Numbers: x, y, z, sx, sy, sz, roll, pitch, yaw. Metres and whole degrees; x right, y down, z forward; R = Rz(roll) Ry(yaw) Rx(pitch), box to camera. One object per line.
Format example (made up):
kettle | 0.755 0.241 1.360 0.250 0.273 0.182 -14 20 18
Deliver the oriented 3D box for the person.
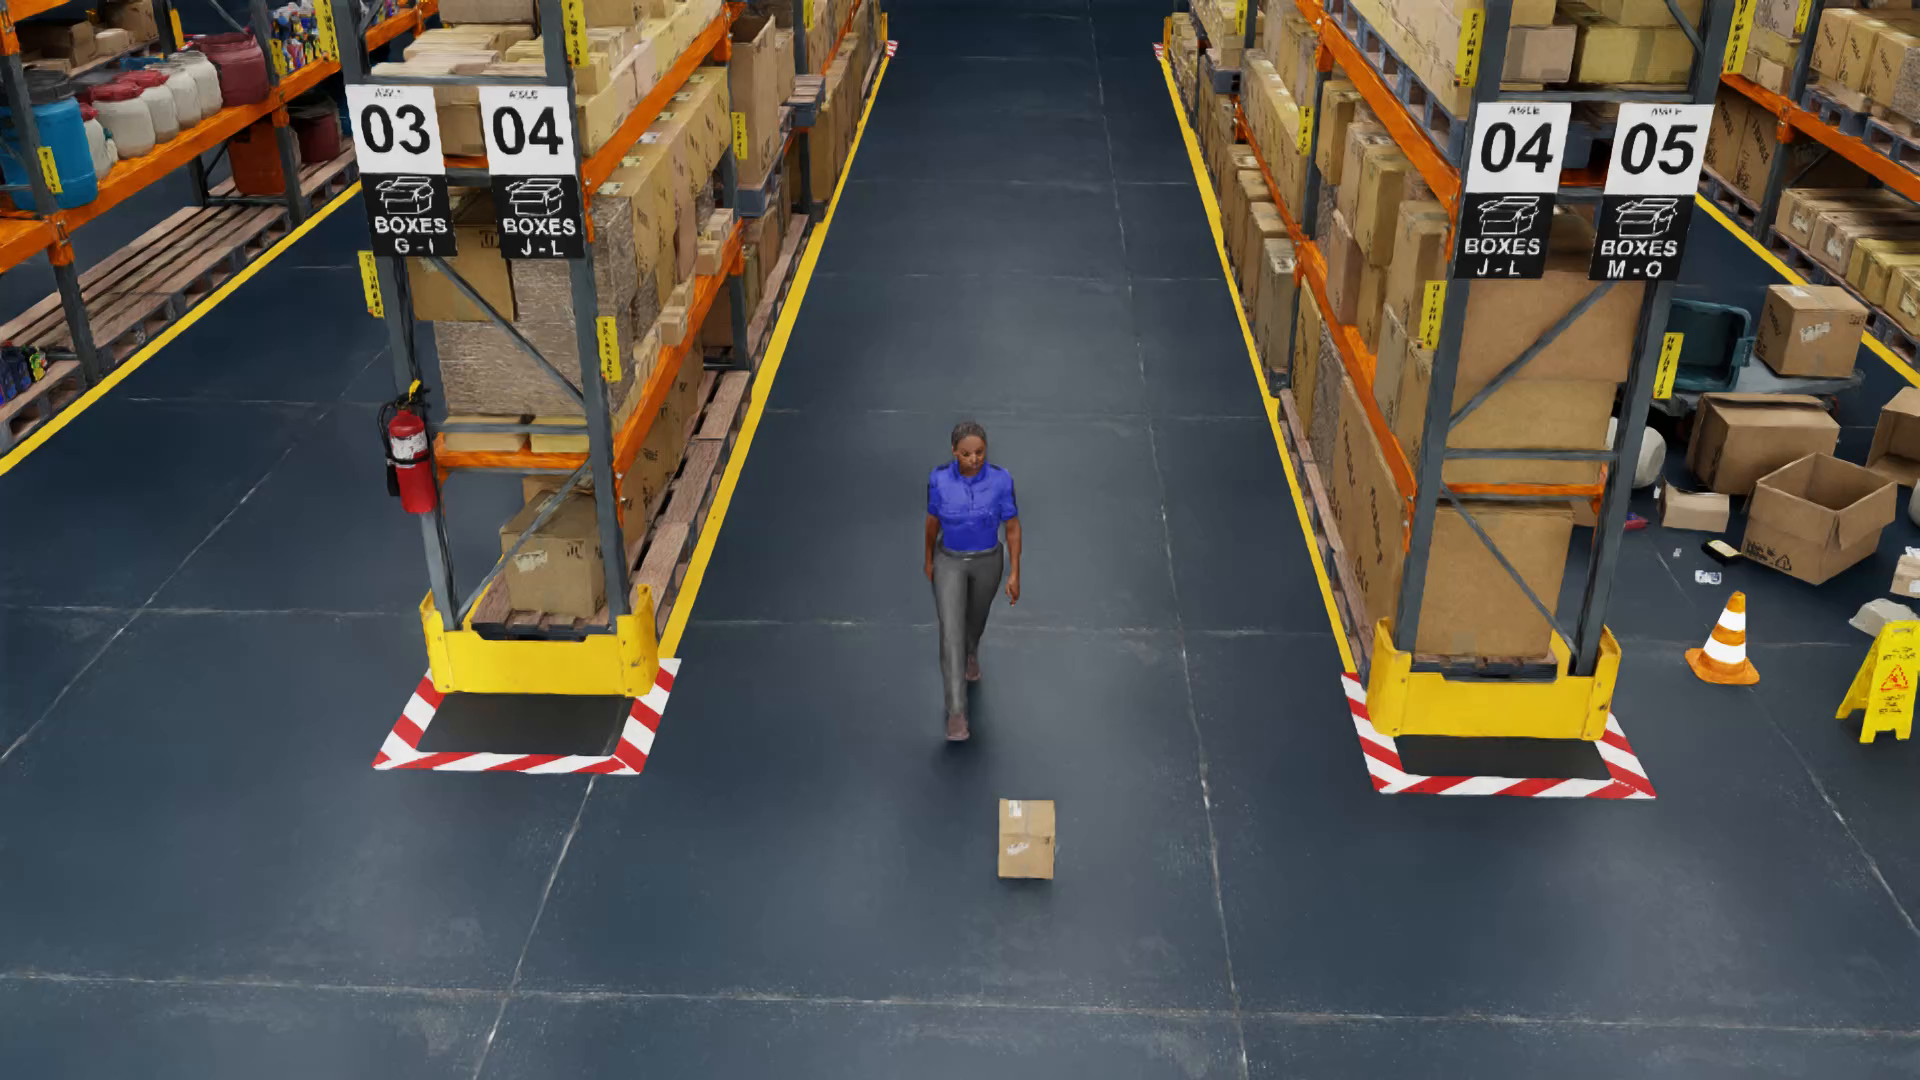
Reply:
person | 0.071 0.143 8.358 0.468 1.597 0.928 -3 28 -6
